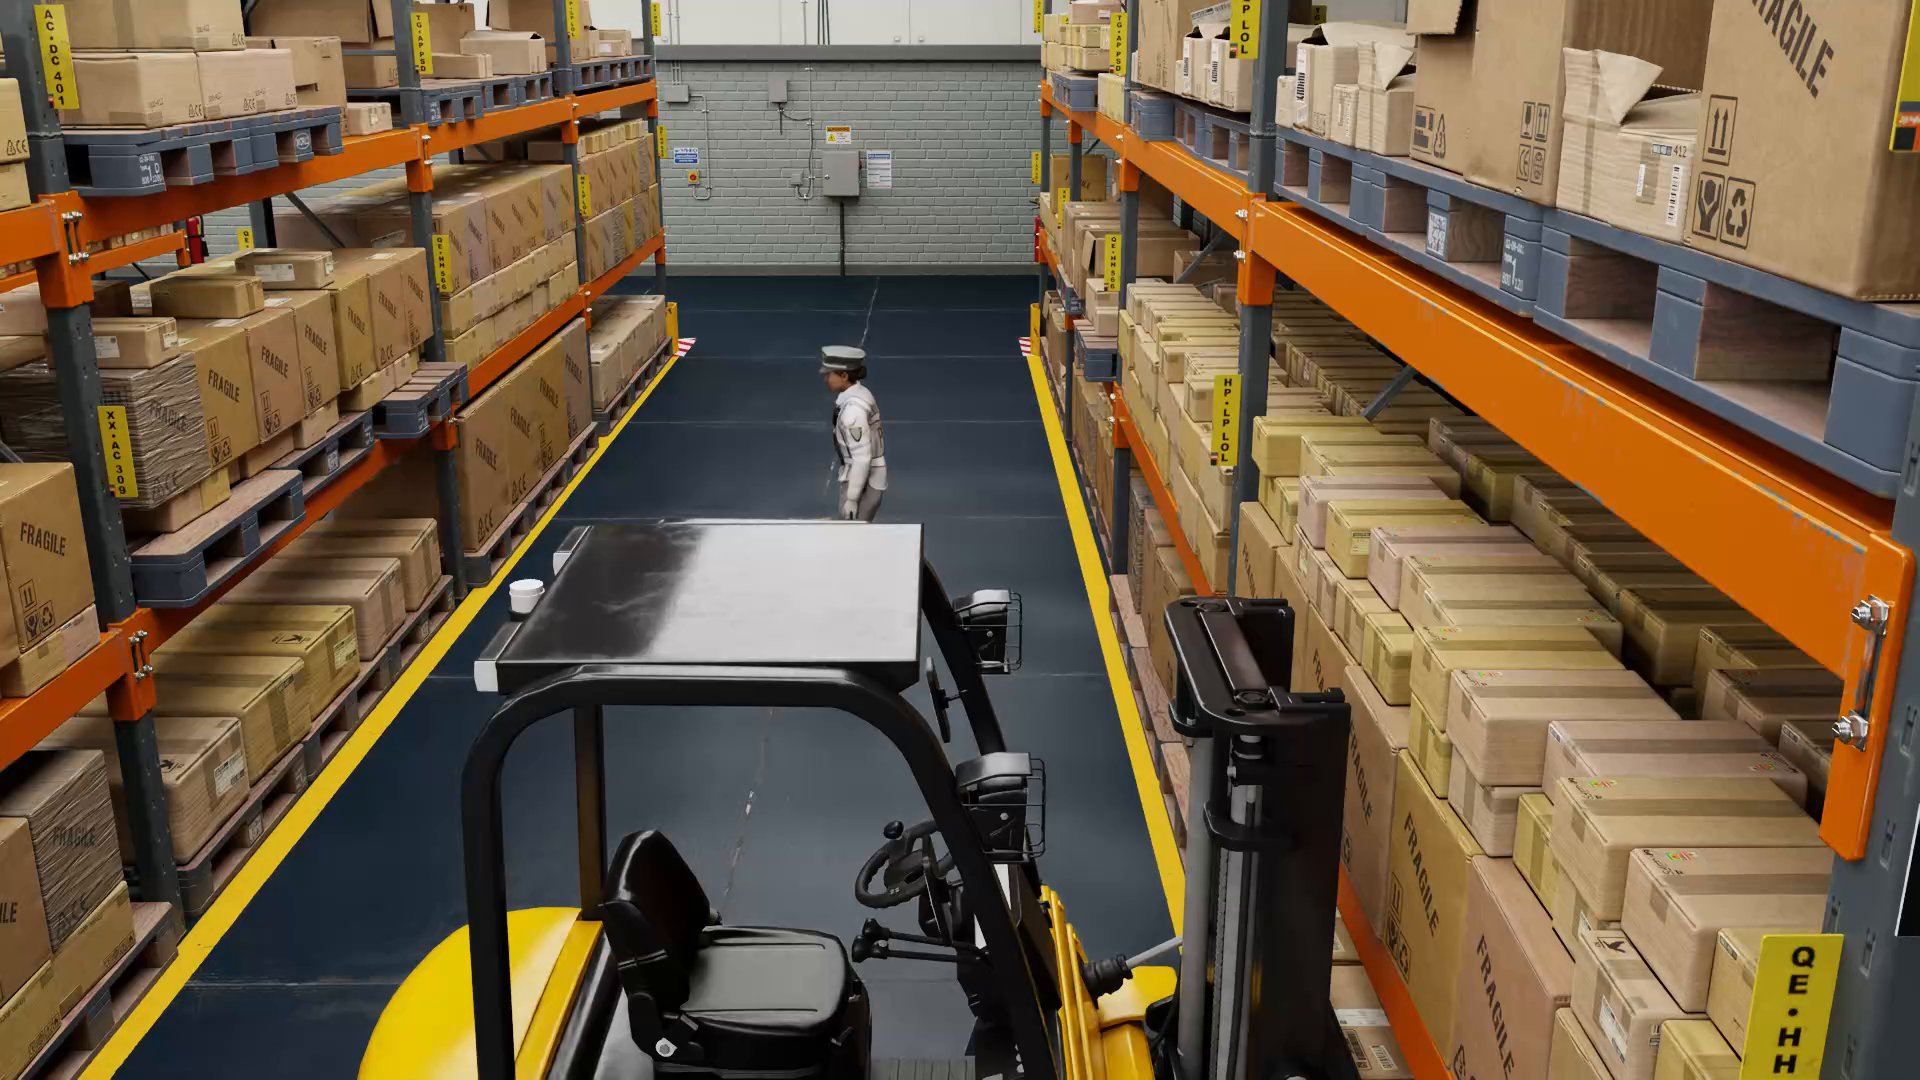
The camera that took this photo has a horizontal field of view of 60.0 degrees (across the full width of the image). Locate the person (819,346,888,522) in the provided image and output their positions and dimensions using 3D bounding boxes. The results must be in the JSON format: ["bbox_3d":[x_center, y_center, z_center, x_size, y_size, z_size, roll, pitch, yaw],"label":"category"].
[{"bbox_3d":[-0.596,-0.273,9.446,0.373,1.648,0.524,-1,17,-3],"label":"person"}]
